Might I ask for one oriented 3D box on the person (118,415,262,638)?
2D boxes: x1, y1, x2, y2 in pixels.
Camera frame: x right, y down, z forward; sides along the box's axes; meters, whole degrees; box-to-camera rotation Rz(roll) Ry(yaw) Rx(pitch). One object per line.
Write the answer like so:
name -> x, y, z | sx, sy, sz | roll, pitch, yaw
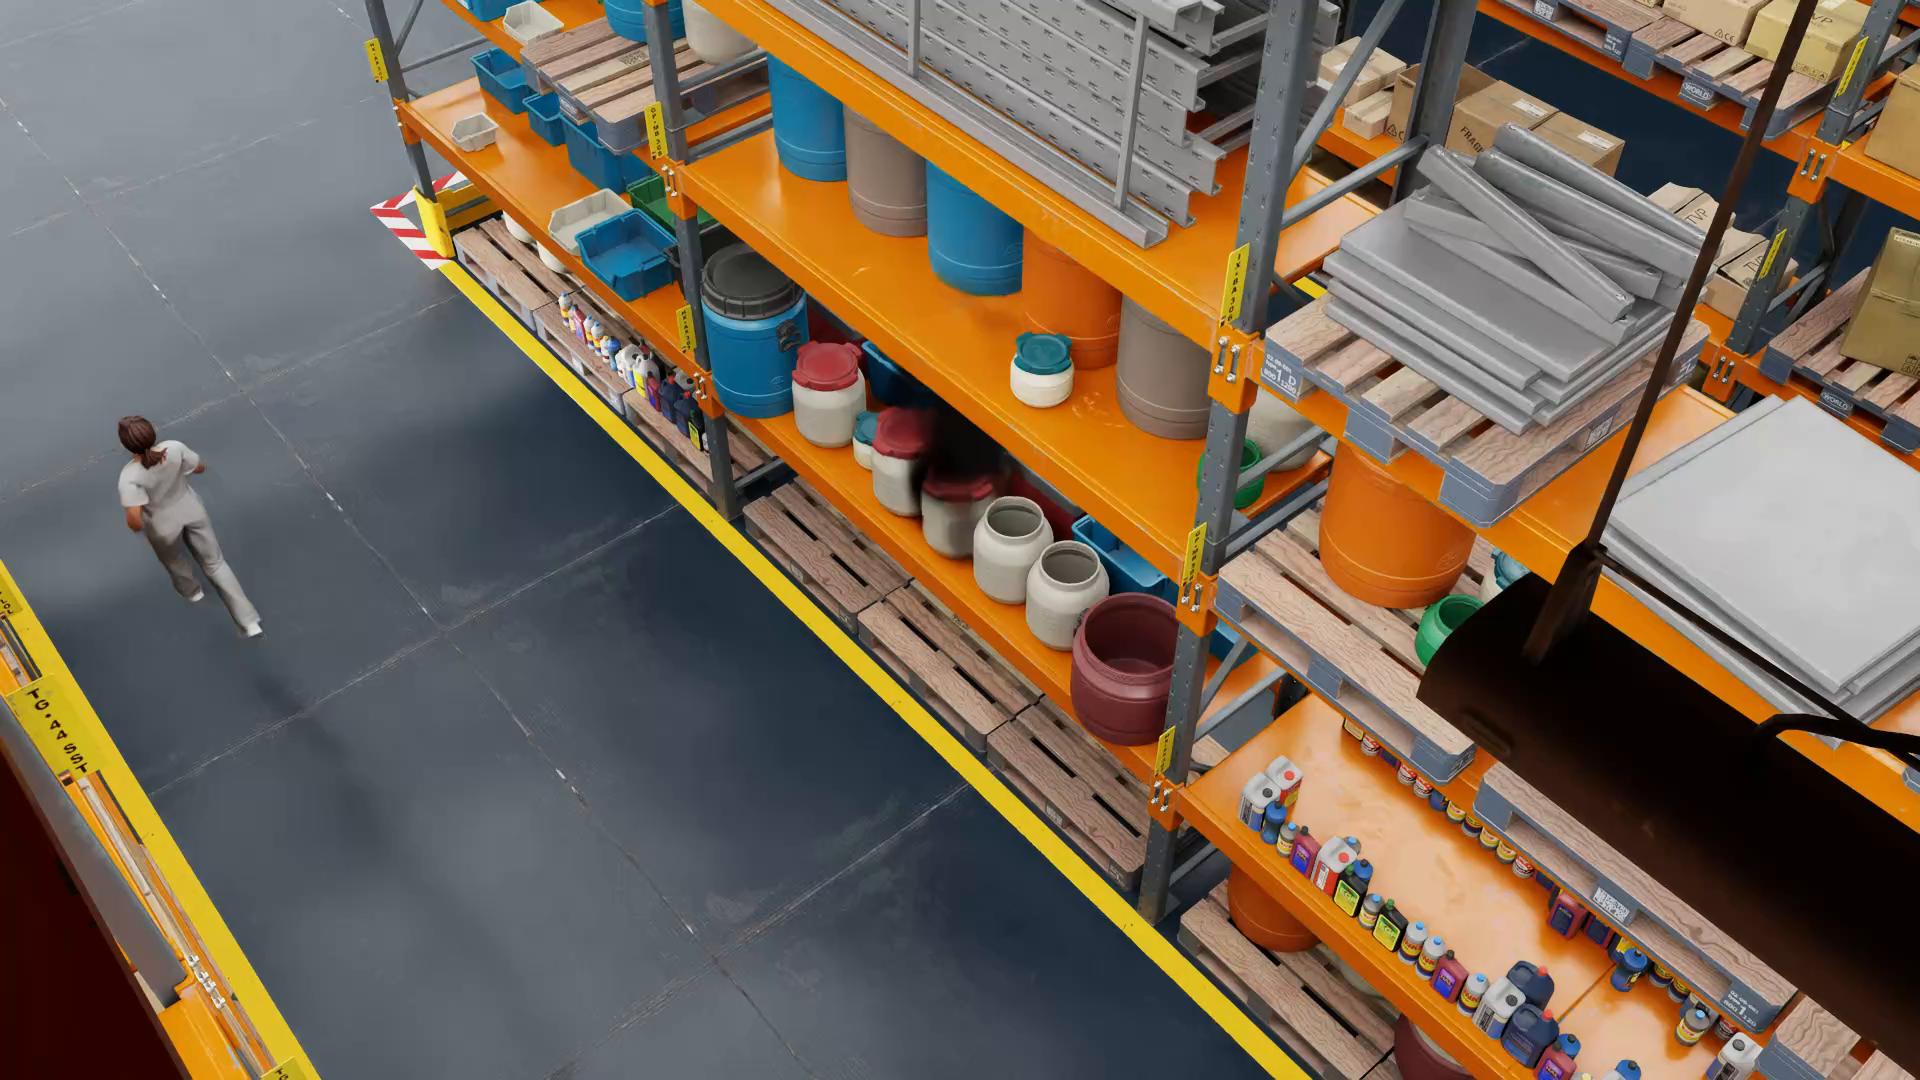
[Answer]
person -> -4.571, -0.097, 9.708 | 0.951, 1.670, 0.565 | 34, 55, 28
